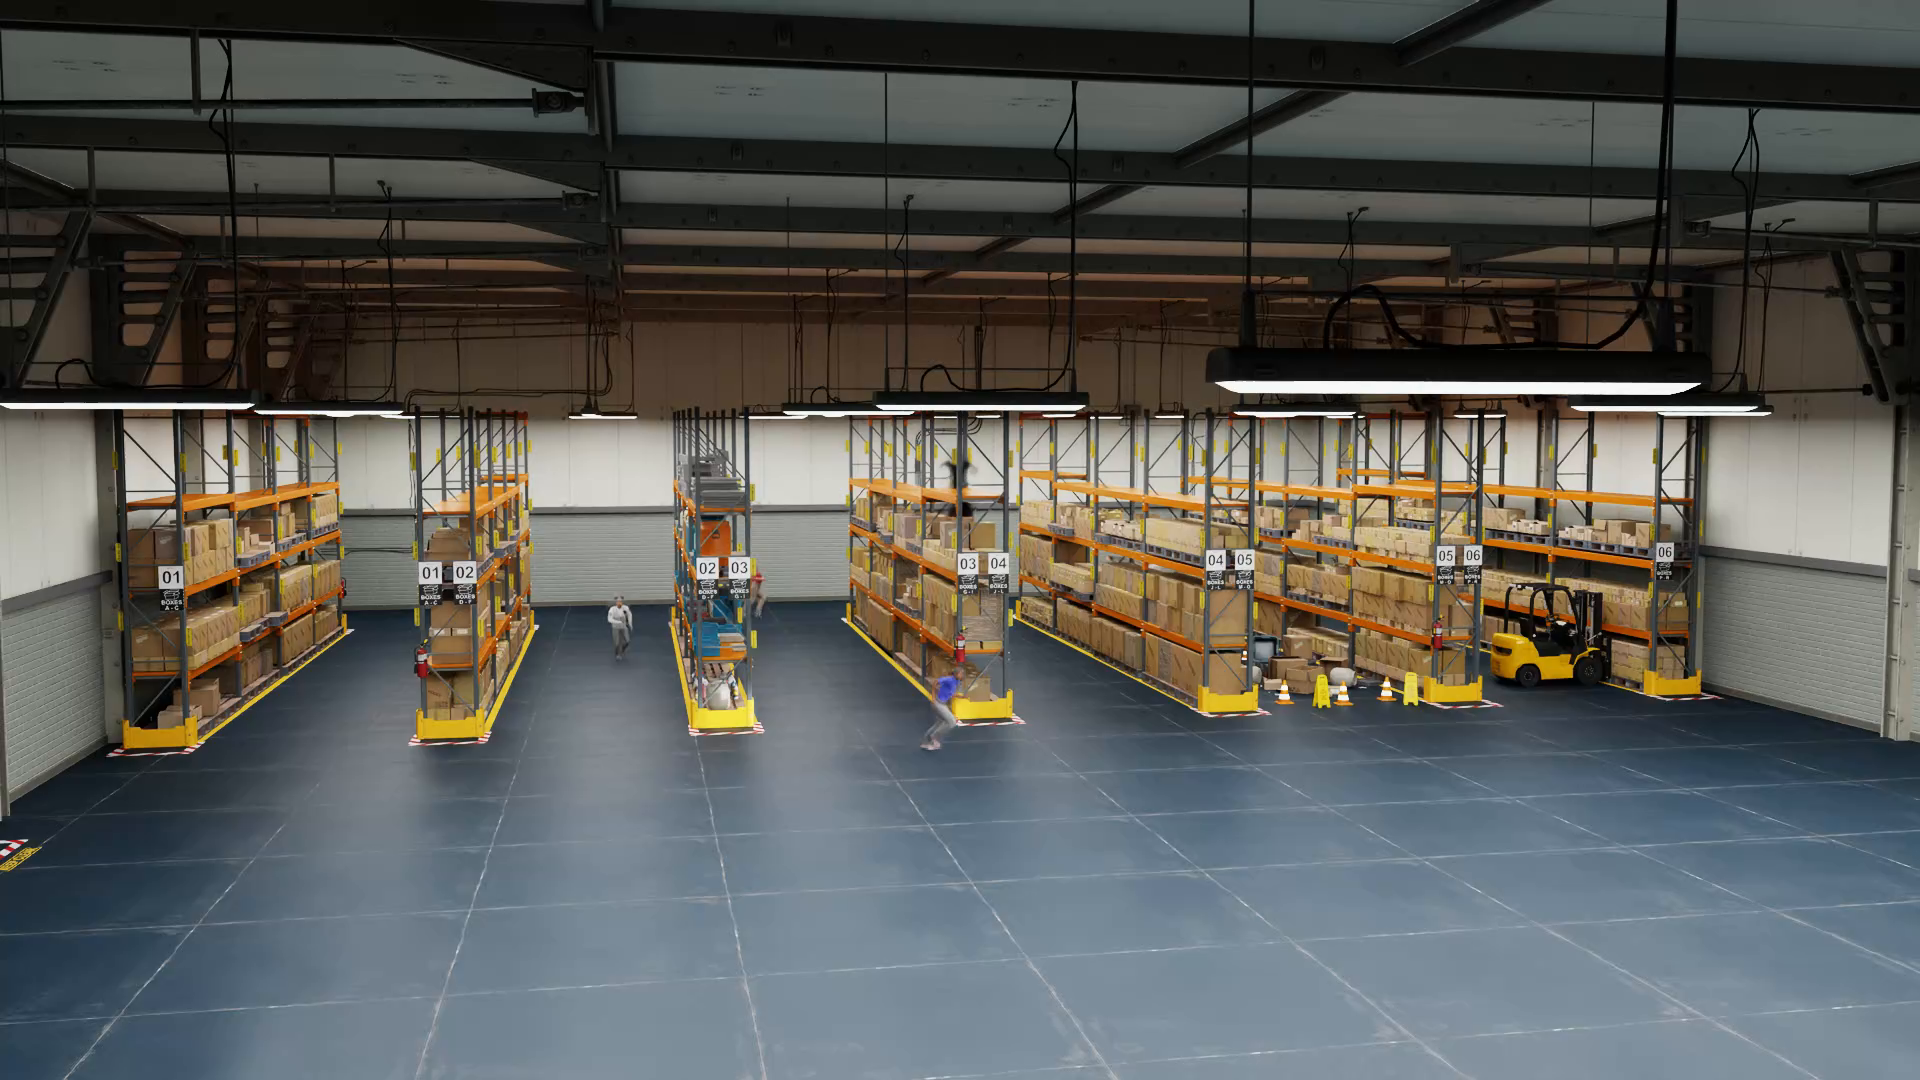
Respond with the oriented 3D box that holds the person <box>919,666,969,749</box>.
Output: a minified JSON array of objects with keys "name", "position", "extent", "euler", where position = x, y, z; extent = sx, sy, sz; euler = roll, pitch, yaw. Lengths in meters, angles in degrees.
[{"name":"person","position":[-0.290,2.920,28.851],"extent":[0.890,1.486,0.606],"euler":[1,4,15]}]

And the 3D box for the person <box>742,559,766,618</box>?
[{"name":"person","position":[-6.028,1.430,48.646],"extent":[0.735,1.769,0.719],"euler":[0,4,4]}]

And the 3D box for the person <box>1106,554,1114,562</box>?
[{"name":"person","position":[4.618,1.295,50.745],"extent":[0.723,1.714,0.655],"euler":[-2,4,-23]}]

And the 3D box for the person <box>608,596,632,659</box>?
[{"name":"person","position":[-8.138,2.104,39.833],"extent":[0.608,1.577,0.794],"euler":[-2,4,-22]}]
